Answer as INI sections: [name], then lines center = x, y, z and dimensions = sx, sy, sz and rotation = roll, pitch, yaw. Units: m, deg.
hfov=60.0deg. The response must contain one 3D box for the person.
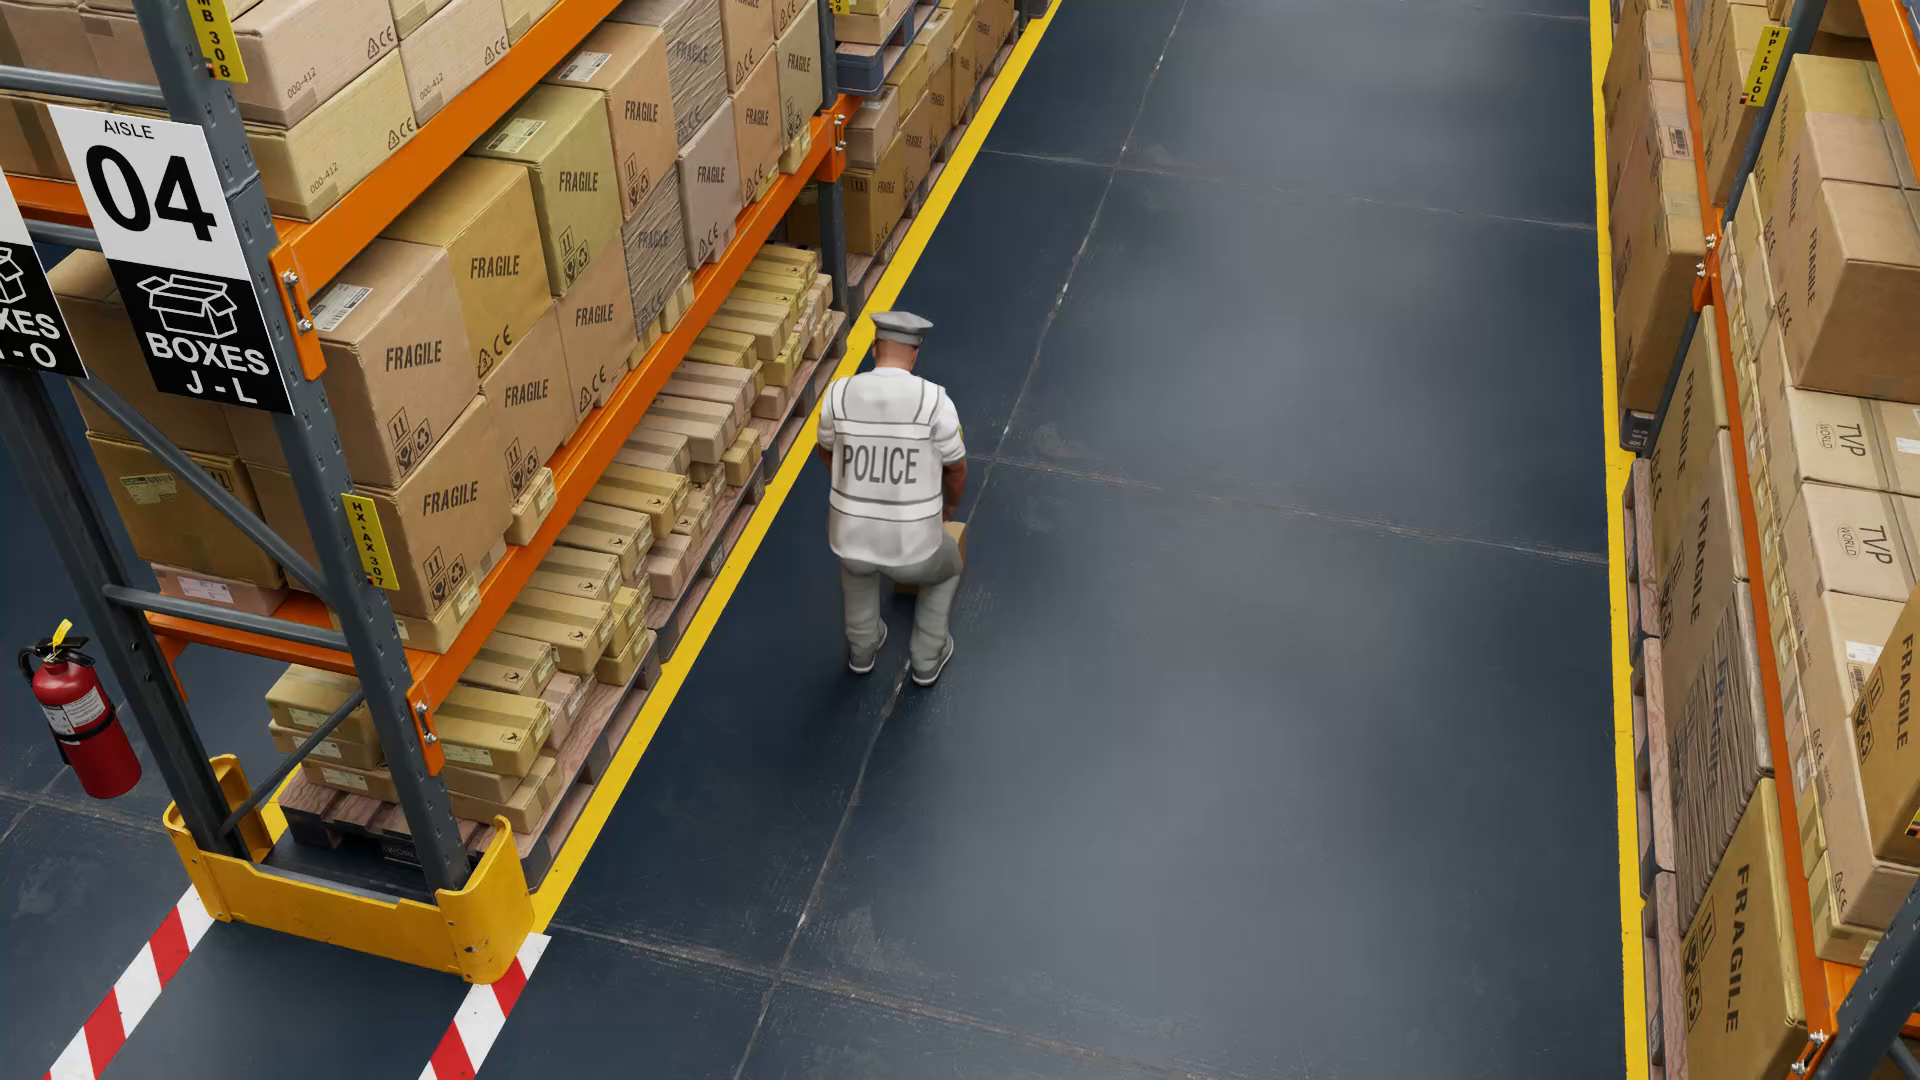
[person]
center = -0.278, -0.124, 6.481
dimensions = 0.587, 1.523, 0.729
rotation = 9, 42, 11
